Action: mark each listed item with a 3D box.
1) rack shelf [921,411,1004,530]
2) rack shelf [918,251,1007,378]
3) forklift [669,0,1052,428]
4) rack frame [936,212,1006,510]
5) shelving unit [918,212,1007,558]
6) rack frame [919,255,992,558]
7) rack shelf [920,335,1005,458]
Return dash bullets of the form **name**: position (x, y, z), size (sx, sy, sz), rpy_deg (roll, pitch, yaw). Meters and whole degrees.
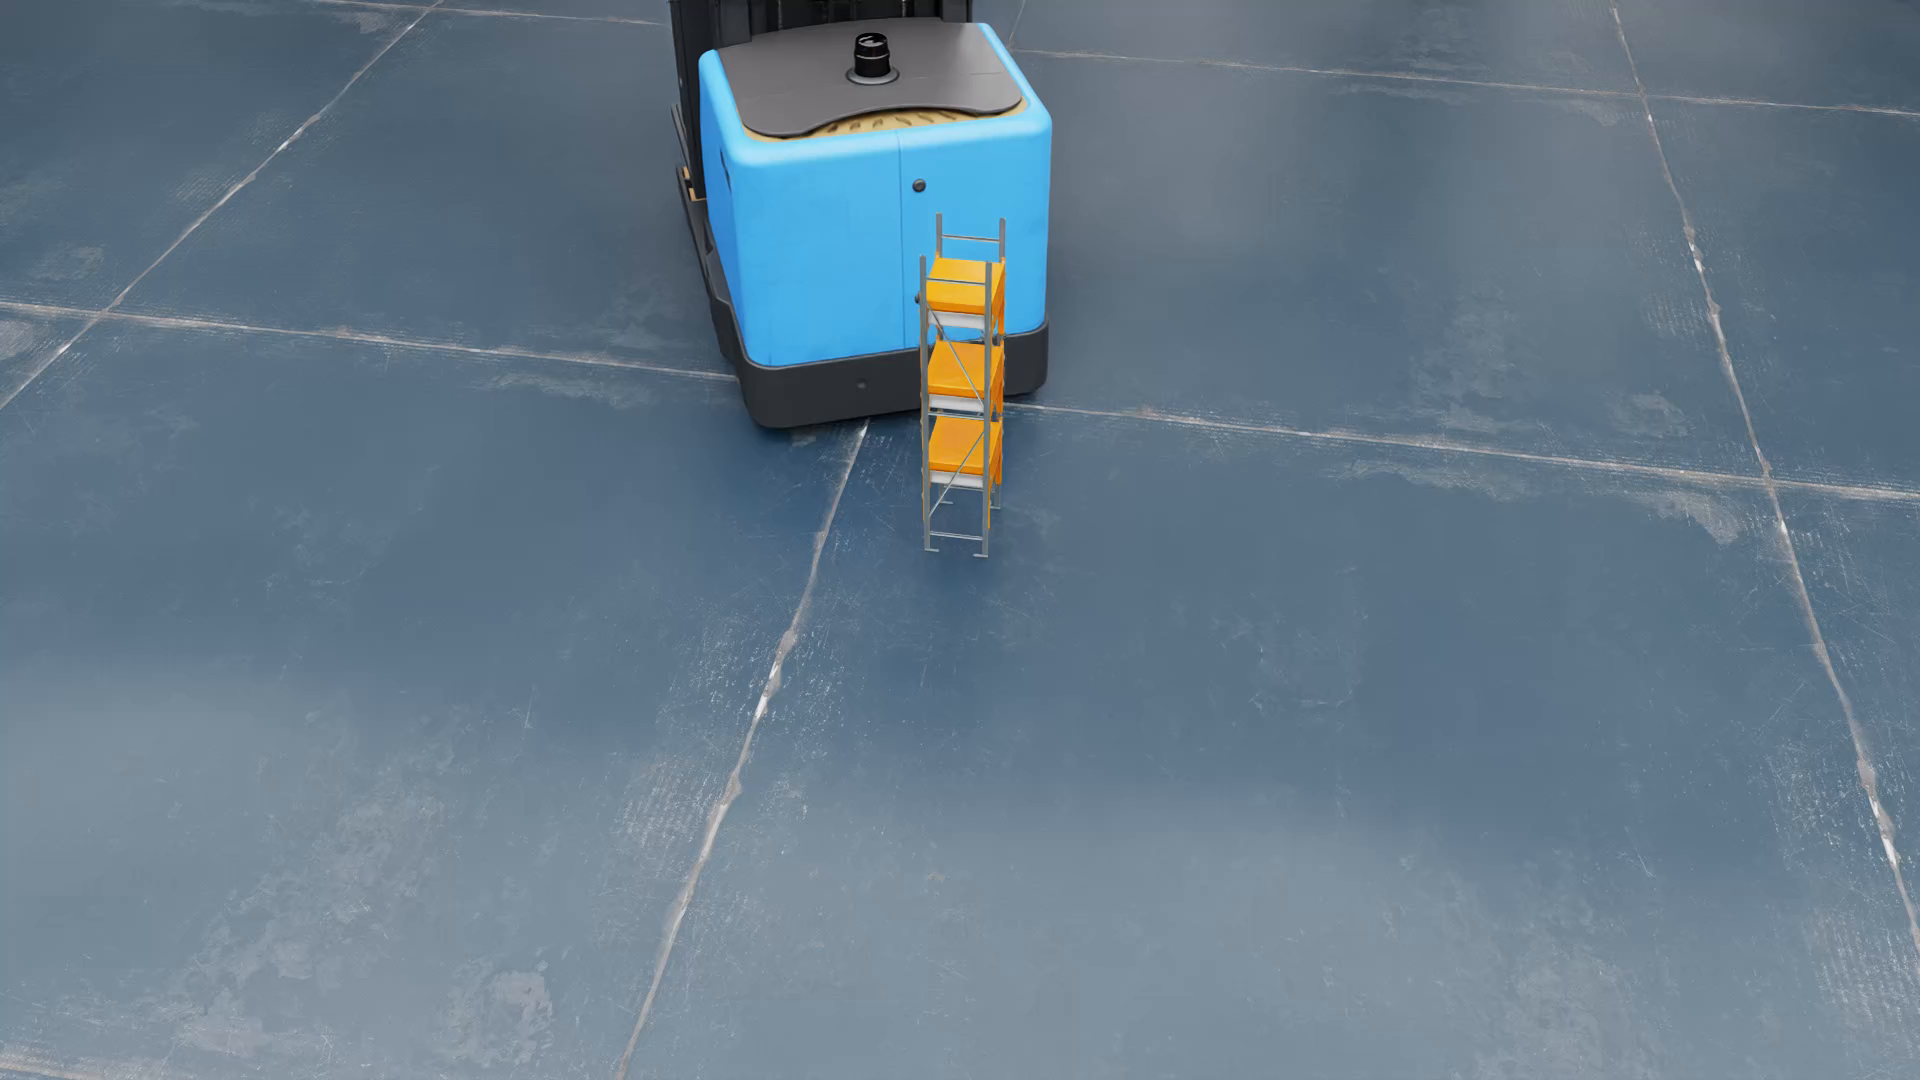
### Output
- **rack shelf**: position (0.009, -0.216, 5.140), size (0.215, 0.259, 0.240), rpy_deg (6, 40, 8)
- **rack shelf**: position (0.009, -0.649, 4.782), size (0.215, 0.259, 0.240), rpy_deg (6, 40, 8)
- **forklift**: position (-0.555, -2.451, 5.915), size (1.130, 2.935, 3.031), rpy_deg (-9, 40, -11)
- **rack frame**: position (0.030, -0.515, 5.049), size (0.200, 1.050, 0.008), rpy_deg (6, 40, 8)
- **shelving unit**: position (0.009, -0.438, 4.956), size (0.215, 1.050, 0.252), rpy_deg (6, 40, 8)
- **rack frame**: position (-0.012, -0.362, 4.863), size (0.200, 1.050, 0.008), rpy_deg (6, 40, 8)
- **rack shelf**: position (0.009, -0.430, 4.963), size (0.215, 0.259, 0.240), rpy_deg (6, 40, 8)
